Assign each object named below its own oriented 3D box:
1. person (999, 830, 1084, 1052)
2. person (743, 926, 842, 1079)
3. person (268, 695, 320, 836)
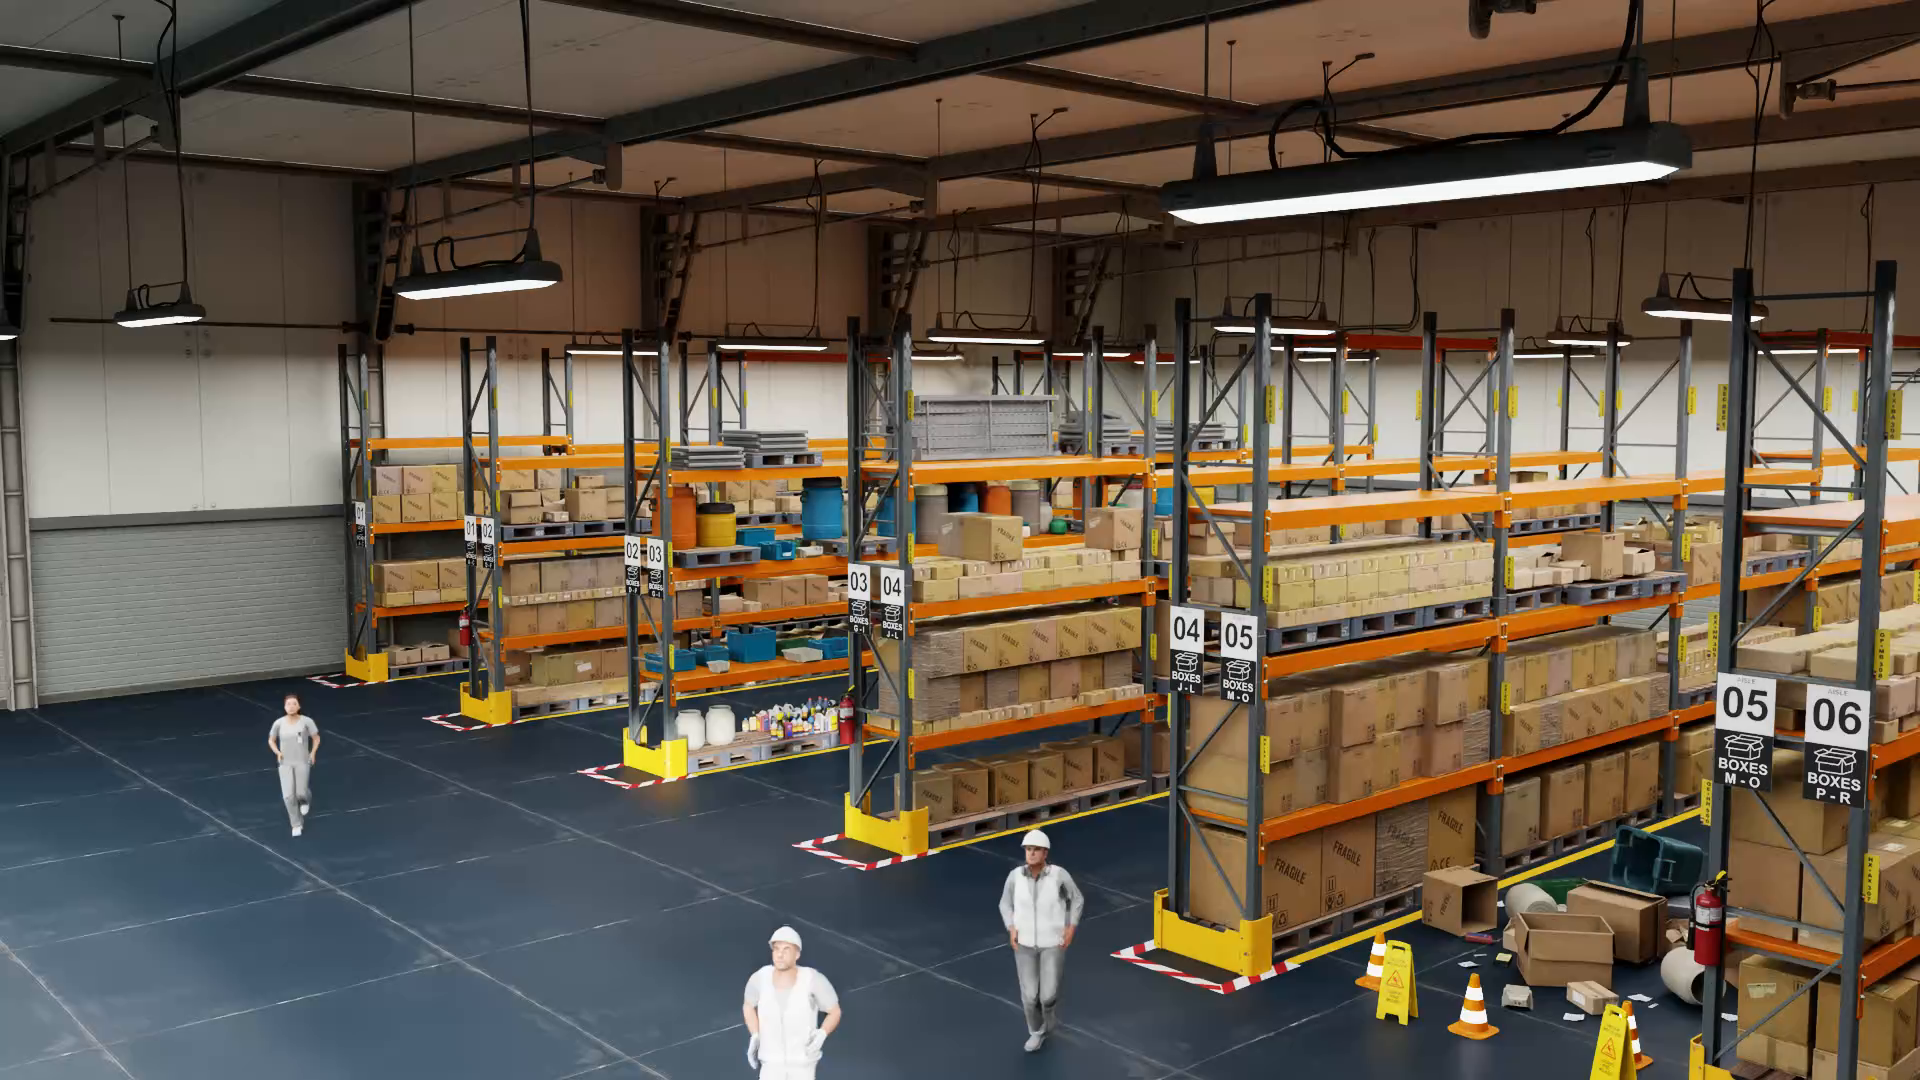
[{"bbox_3d":[0.617,3.142,13.025,0.666,1.733,0.488,1,5,11],"label":"person"},{"bbox_3d":[-1.095,3.355,10.630,0.654,1.746,0.546,0,5,2],"label":"person"},{"bbox_3d":[-7.814,2.615,19.536,0.565,1.632,0.589,-1,5,-16],"label":"person"}]
